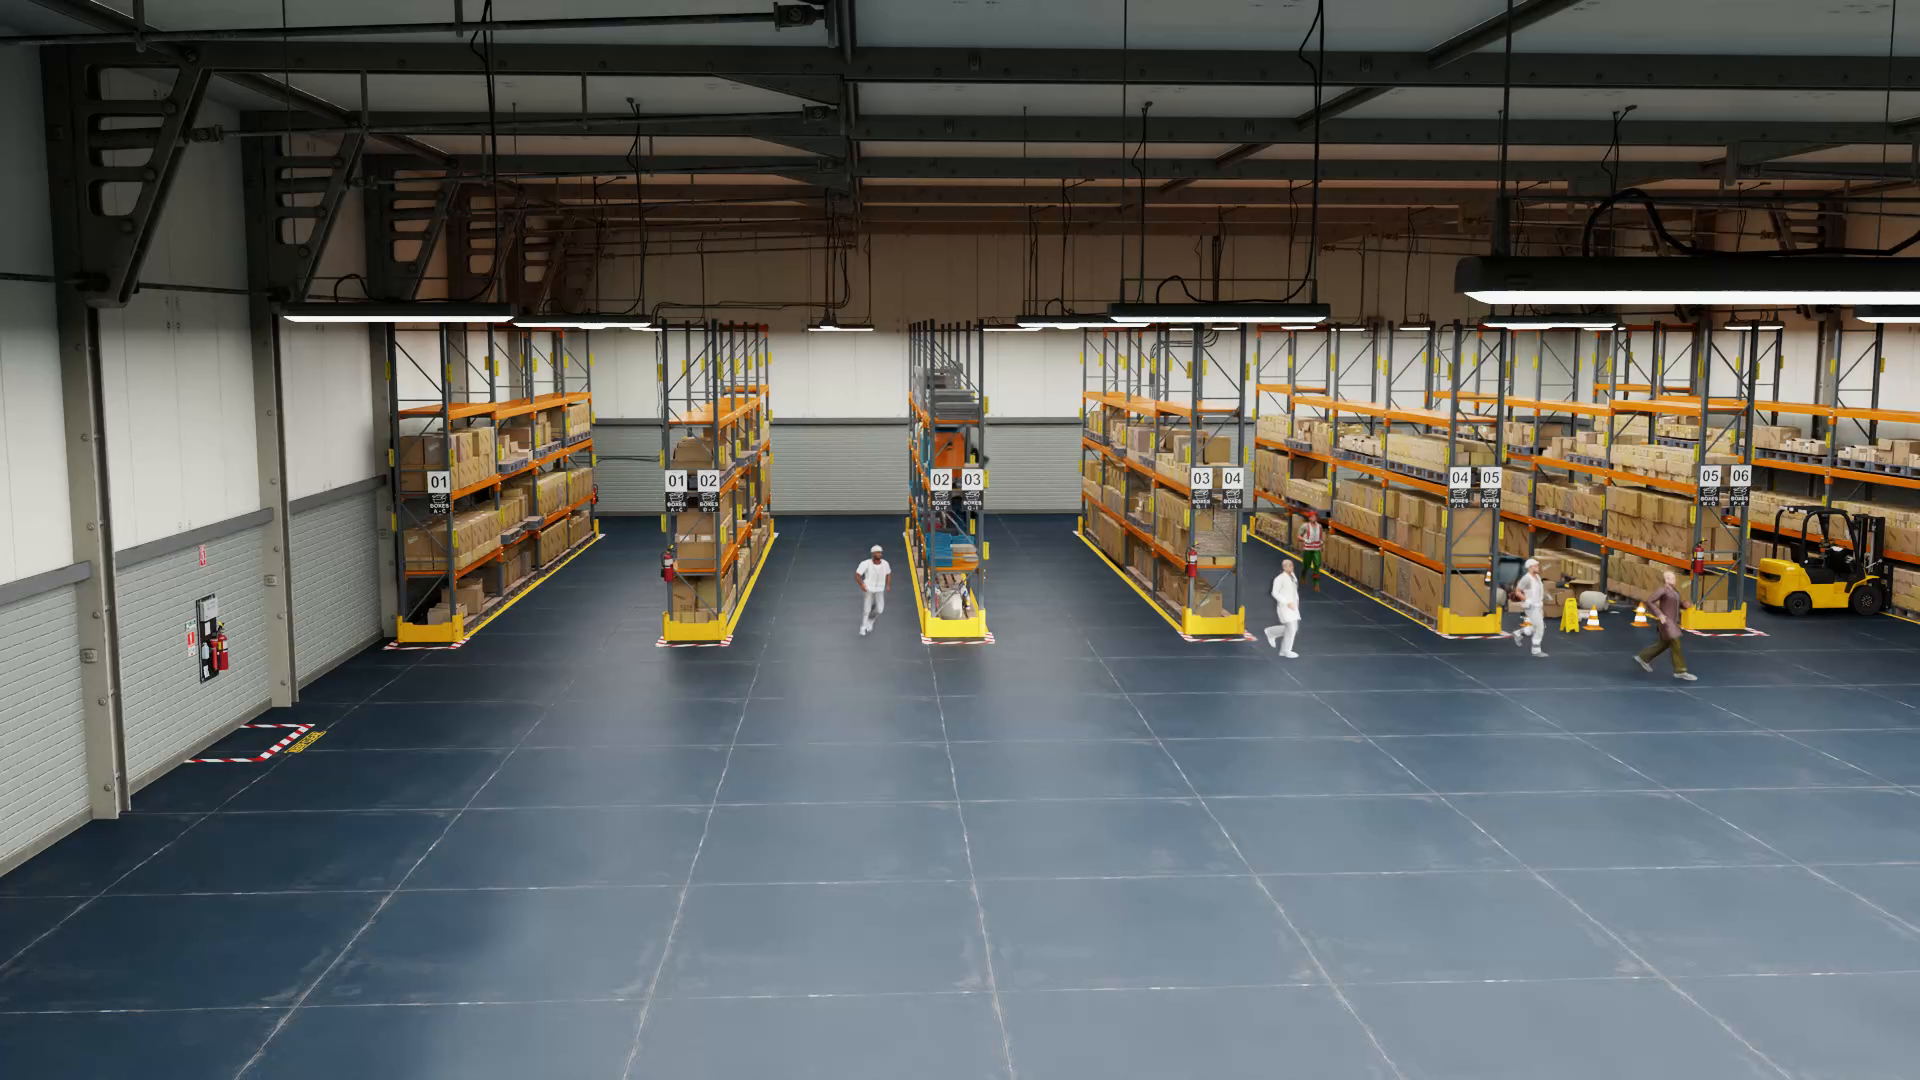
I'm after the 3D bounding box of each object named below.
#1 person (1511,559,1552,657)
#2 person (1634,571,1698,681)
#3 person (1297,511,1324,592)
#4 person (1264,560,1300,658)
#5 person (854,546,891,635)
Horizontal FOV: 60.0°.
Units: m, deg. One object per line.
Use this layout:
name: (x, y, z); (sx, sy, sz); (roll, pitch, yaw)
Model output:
person: (10.177, 1.201, 29.669); (0.662, 1.745, 0.767); (-7, 10, -43)
person: (11.780, 1.400, 27.682); (1.064, 1.763, 0.701); (6, 9, 38)
person: (7.860, 0.223, 37.234); (0.649, 1.778, 1.007); (-1, 7, -7)
person: (5.751, 1.247, 29.639); (0.709, 1.665, 0.718); (6, 9, 41)
person: (-1.620, 0.960, 31.697); (0.763, 1.705, 0.518); (-3, 8, -21)
